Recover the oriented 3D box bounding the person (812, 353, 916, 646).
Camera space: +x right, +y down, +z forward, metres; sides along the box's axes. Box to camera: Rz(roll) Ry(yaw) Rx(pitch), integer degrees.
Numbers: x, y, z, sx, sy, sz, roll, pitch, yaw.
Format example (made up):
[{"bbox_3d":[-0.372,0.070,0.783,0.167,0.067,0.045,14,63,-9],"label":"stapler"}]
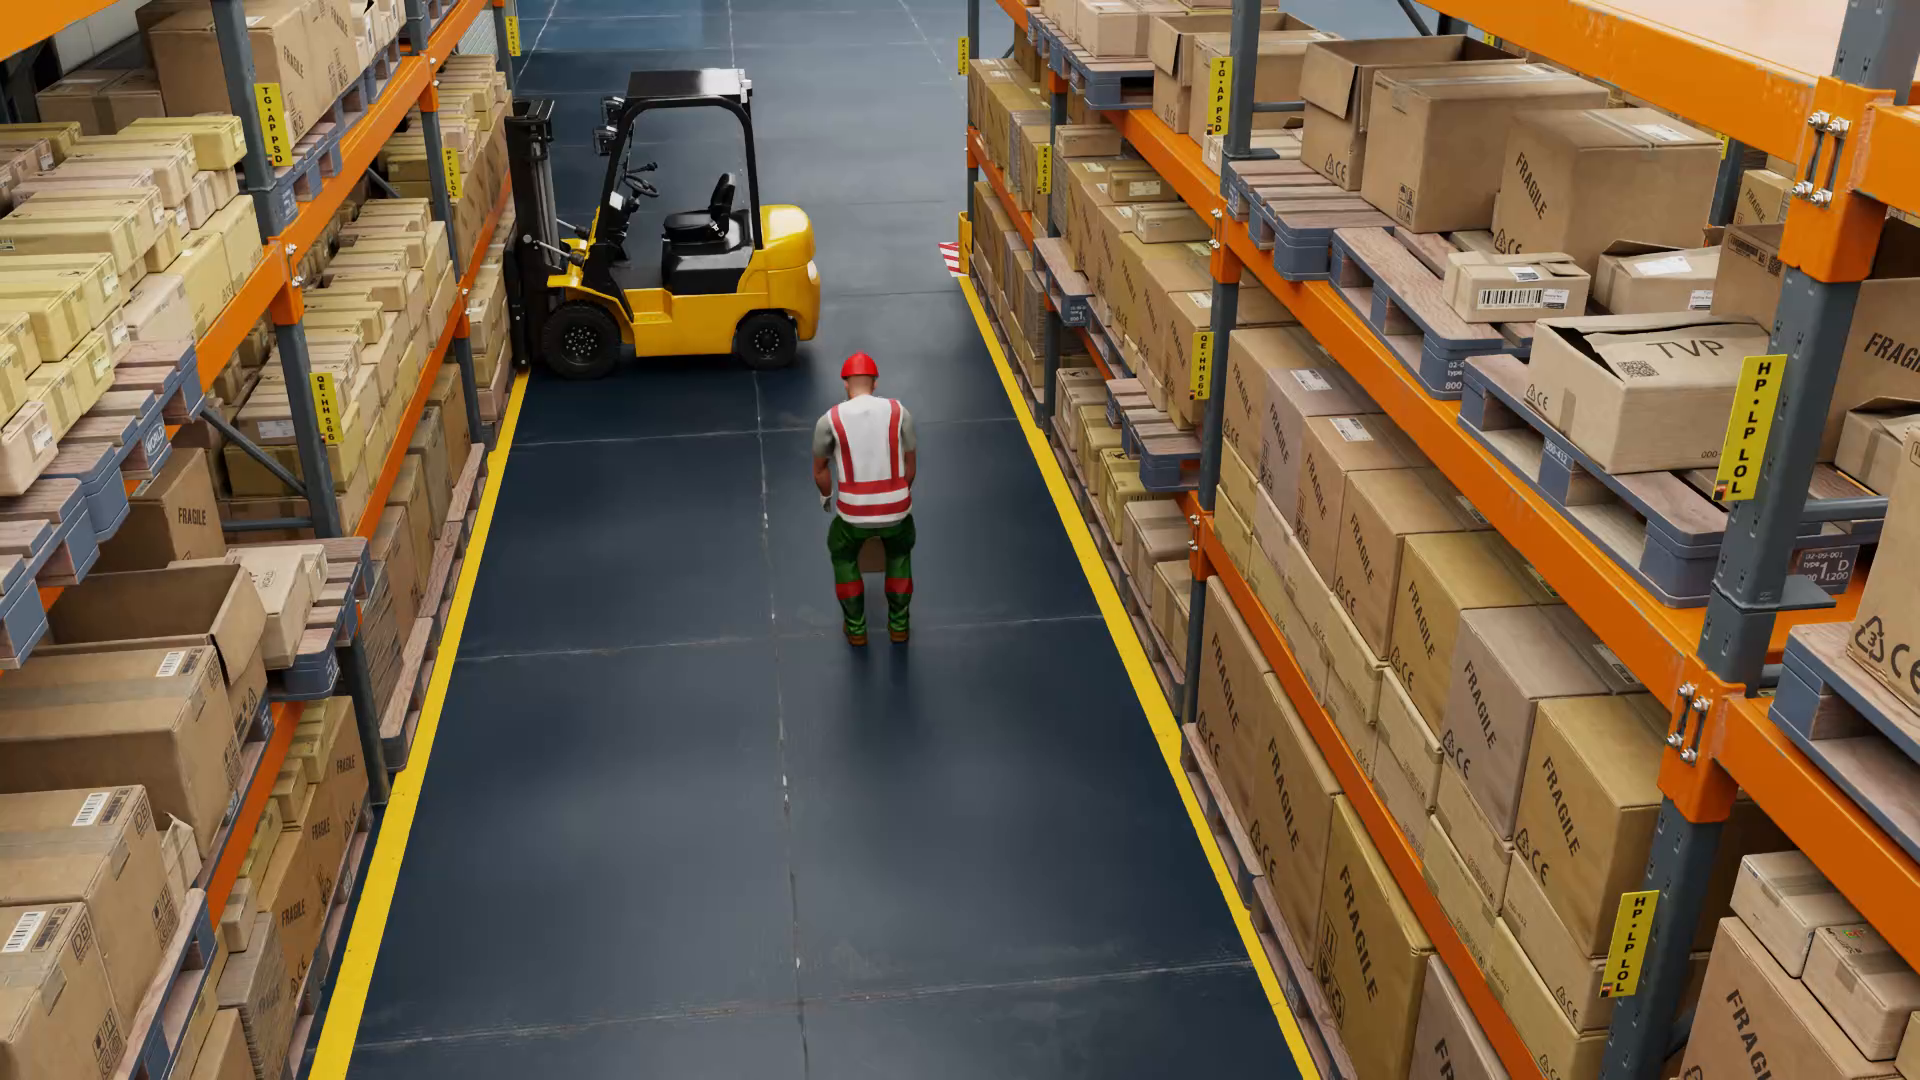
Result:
[{"bbox_3d":[-0.520,-0.206,9.179,0.568,1.627,0.602,-3,27,-6],"label":"person"}]
